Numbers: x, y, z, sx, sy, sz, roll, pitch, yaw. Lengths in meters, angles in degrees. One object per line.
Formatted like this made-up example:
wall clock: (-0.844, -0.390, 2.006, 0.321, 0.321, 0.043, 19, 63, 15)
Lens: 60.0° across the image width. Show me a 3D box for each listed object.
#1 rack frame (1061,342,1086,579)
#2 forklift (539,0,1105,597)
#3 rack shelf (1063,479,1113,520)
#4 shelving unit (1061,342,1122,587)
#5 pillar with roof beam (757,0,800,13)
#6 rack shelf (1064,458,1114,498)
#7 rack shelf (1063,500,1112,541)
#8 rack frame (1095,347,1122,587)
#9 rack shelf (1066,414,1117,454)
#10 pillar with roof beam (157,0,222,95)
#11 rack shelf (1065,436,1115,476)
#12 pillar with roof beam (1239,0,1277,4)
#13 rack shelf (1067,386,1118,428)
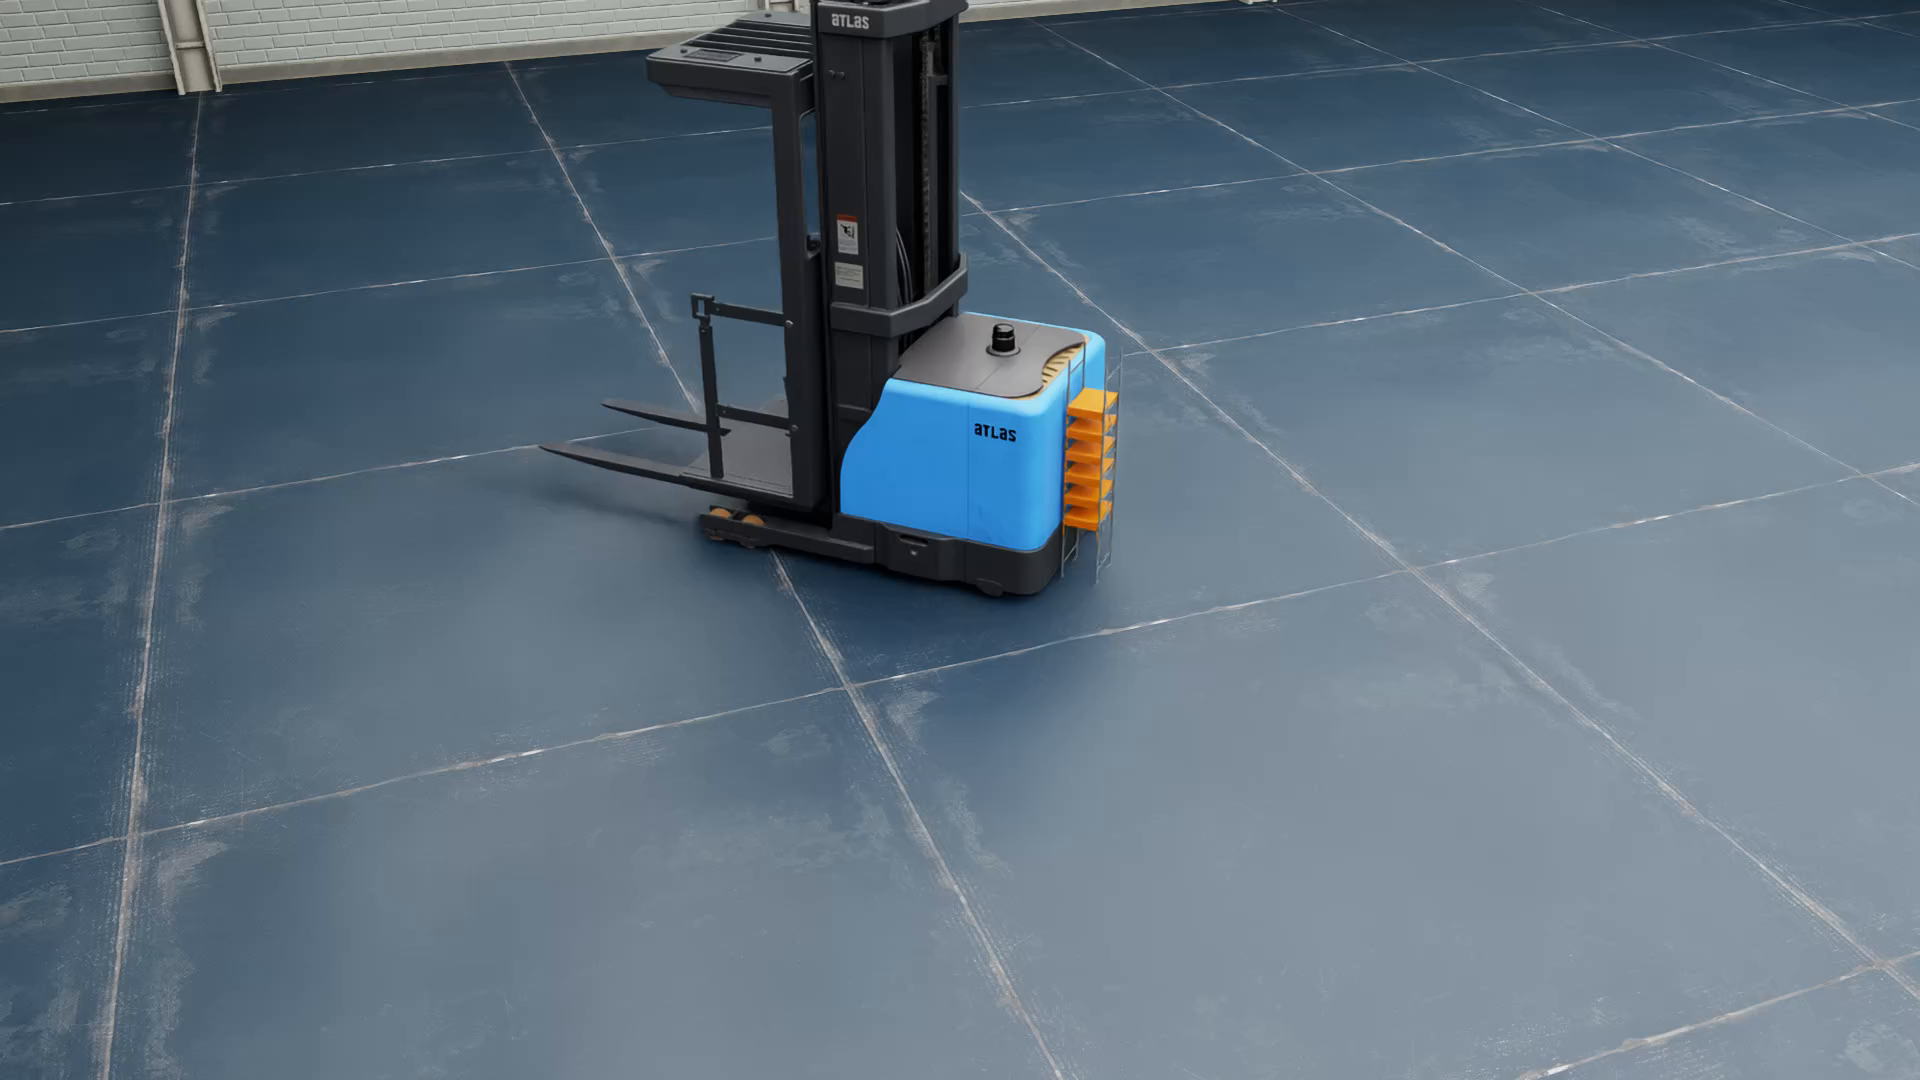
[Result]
rack frame: (0.558, -0.378, 8.202, 0.006, 1.200, 0.240, 12, 32, 20)
forklift: (-0.815, -1.459, 8.350, 3.031, 2.935, 1.130, 12, 32, 20)
rack shelf: (0.642, -0.218, 8.252, 0.180, 0.103, 0.258, 12, 32, 20)
shelving unit: (0.642, -0.361, 8.171, 0.189, 1.200, 0.258, 12, 32, 20)
pillar with roof beam: (-0.498, -7.473, 12.777, 0.400, 9.000, 9.100, -10, 31, -18)
rack shelf: (0.642, -0.322, 8.193, 0.180, 0.103, 0.258, 12, 32, 20)
rack shelf: (0.642, -0.113, 8.312, 0.180, 0.103, 0.258, 12, 32, 20)
rack frame: (0.726, -0.343, 8.140, 0.006, 1.200, 0.240, 12, 32, 20)
rack shelf: (0.642, -0.530, 8.074, 0.180, 0.103, 0.258, 12, 32, 20)
pillar with roof beam: (-6.121, -6.438, 10.959, 0.400, 9.000, 9.100, -10, 31, -18)
rack shelf: (0.642, -0.426, 8.133, 0.180, 0.103, 0.258, 12, 32, 20)
pillar with roof beam: (5.126, -8.509, 14.595, 0.400, 9.000, 9.100, -10, 31, -18)
rack shelf: (0.642, -0.635, 8.015, 0.180, 0.103, 0.258, 12, 32, 20)
